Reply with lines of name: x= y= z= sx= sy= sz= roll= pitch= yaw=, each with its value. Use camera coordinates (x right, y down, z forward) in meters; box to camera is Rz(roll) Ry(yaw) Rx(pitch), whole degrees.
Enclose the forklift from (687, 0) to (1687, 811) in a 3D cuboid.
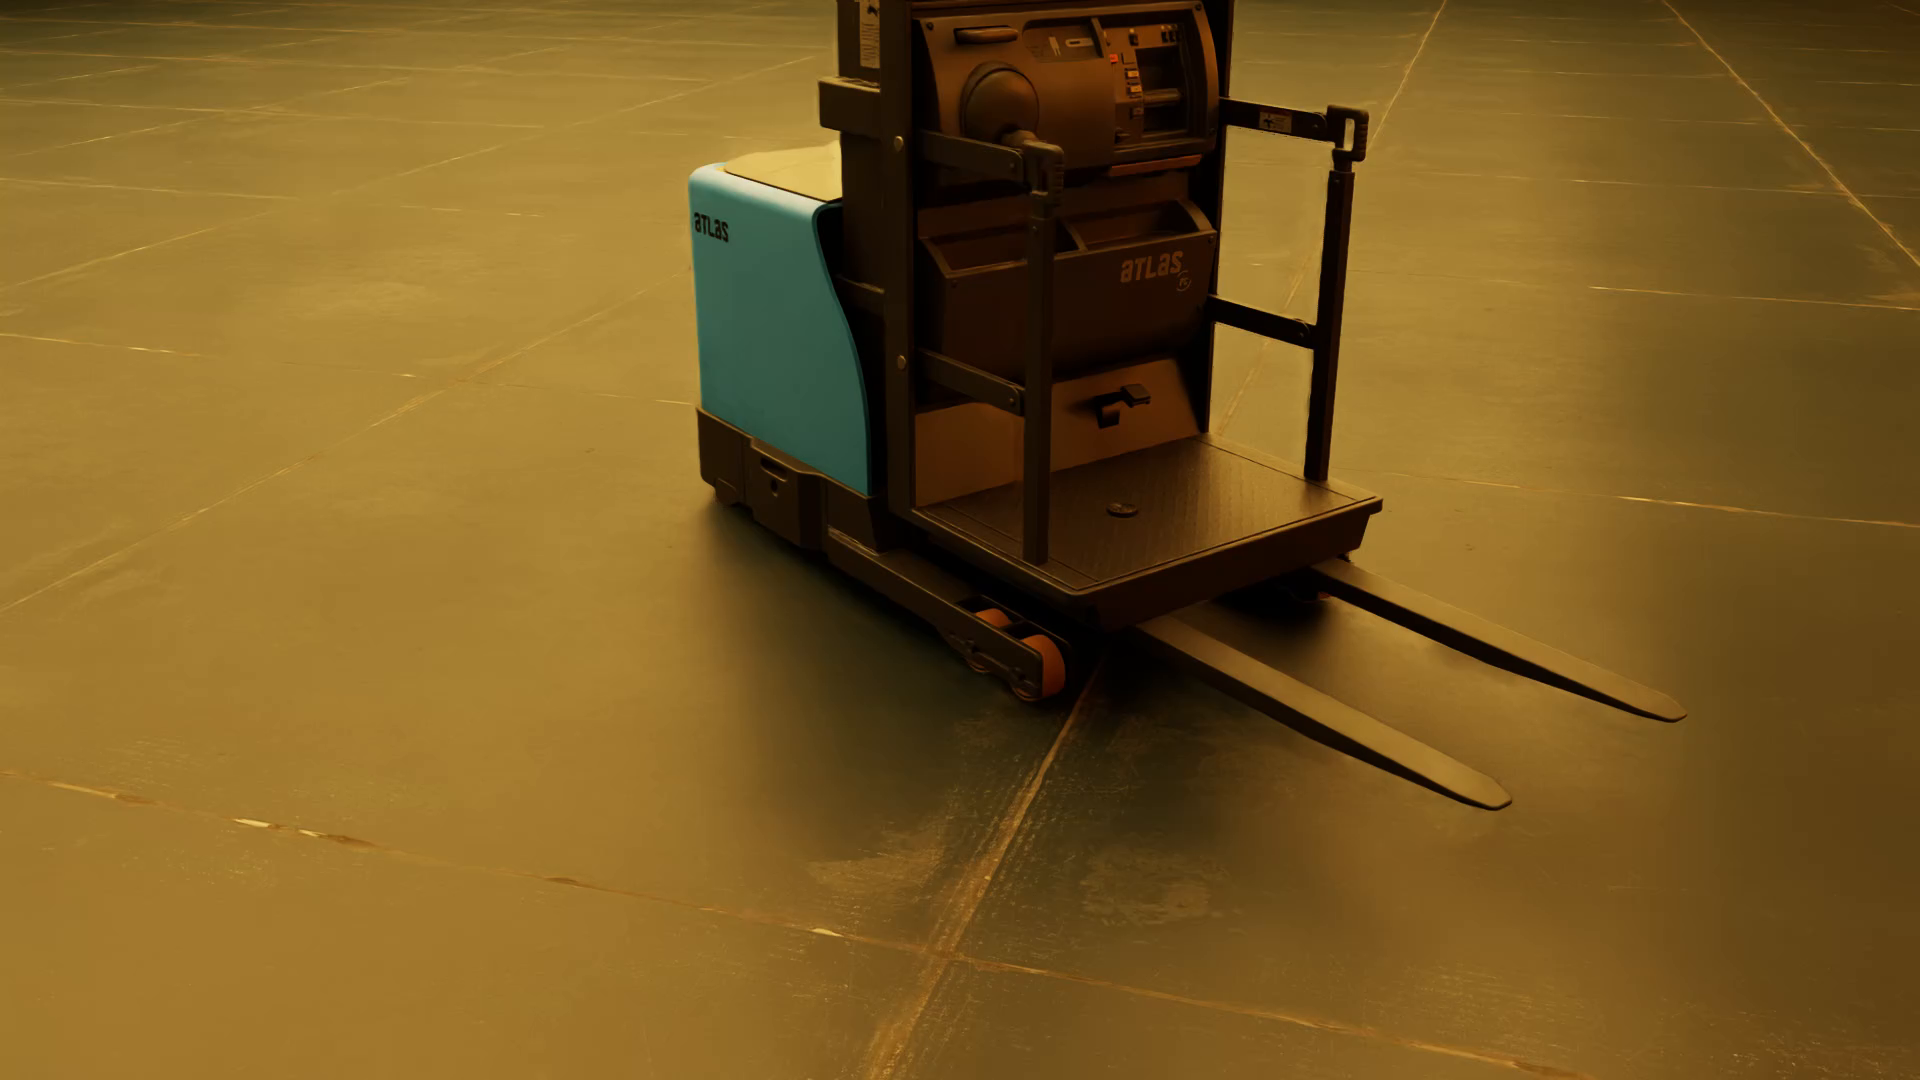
forklift: x=0.425 y=-1.162 z=4.095 sx=1.130 sy=2.935 sz=3.031 roll=-16 pitch=27 yaw=-33
